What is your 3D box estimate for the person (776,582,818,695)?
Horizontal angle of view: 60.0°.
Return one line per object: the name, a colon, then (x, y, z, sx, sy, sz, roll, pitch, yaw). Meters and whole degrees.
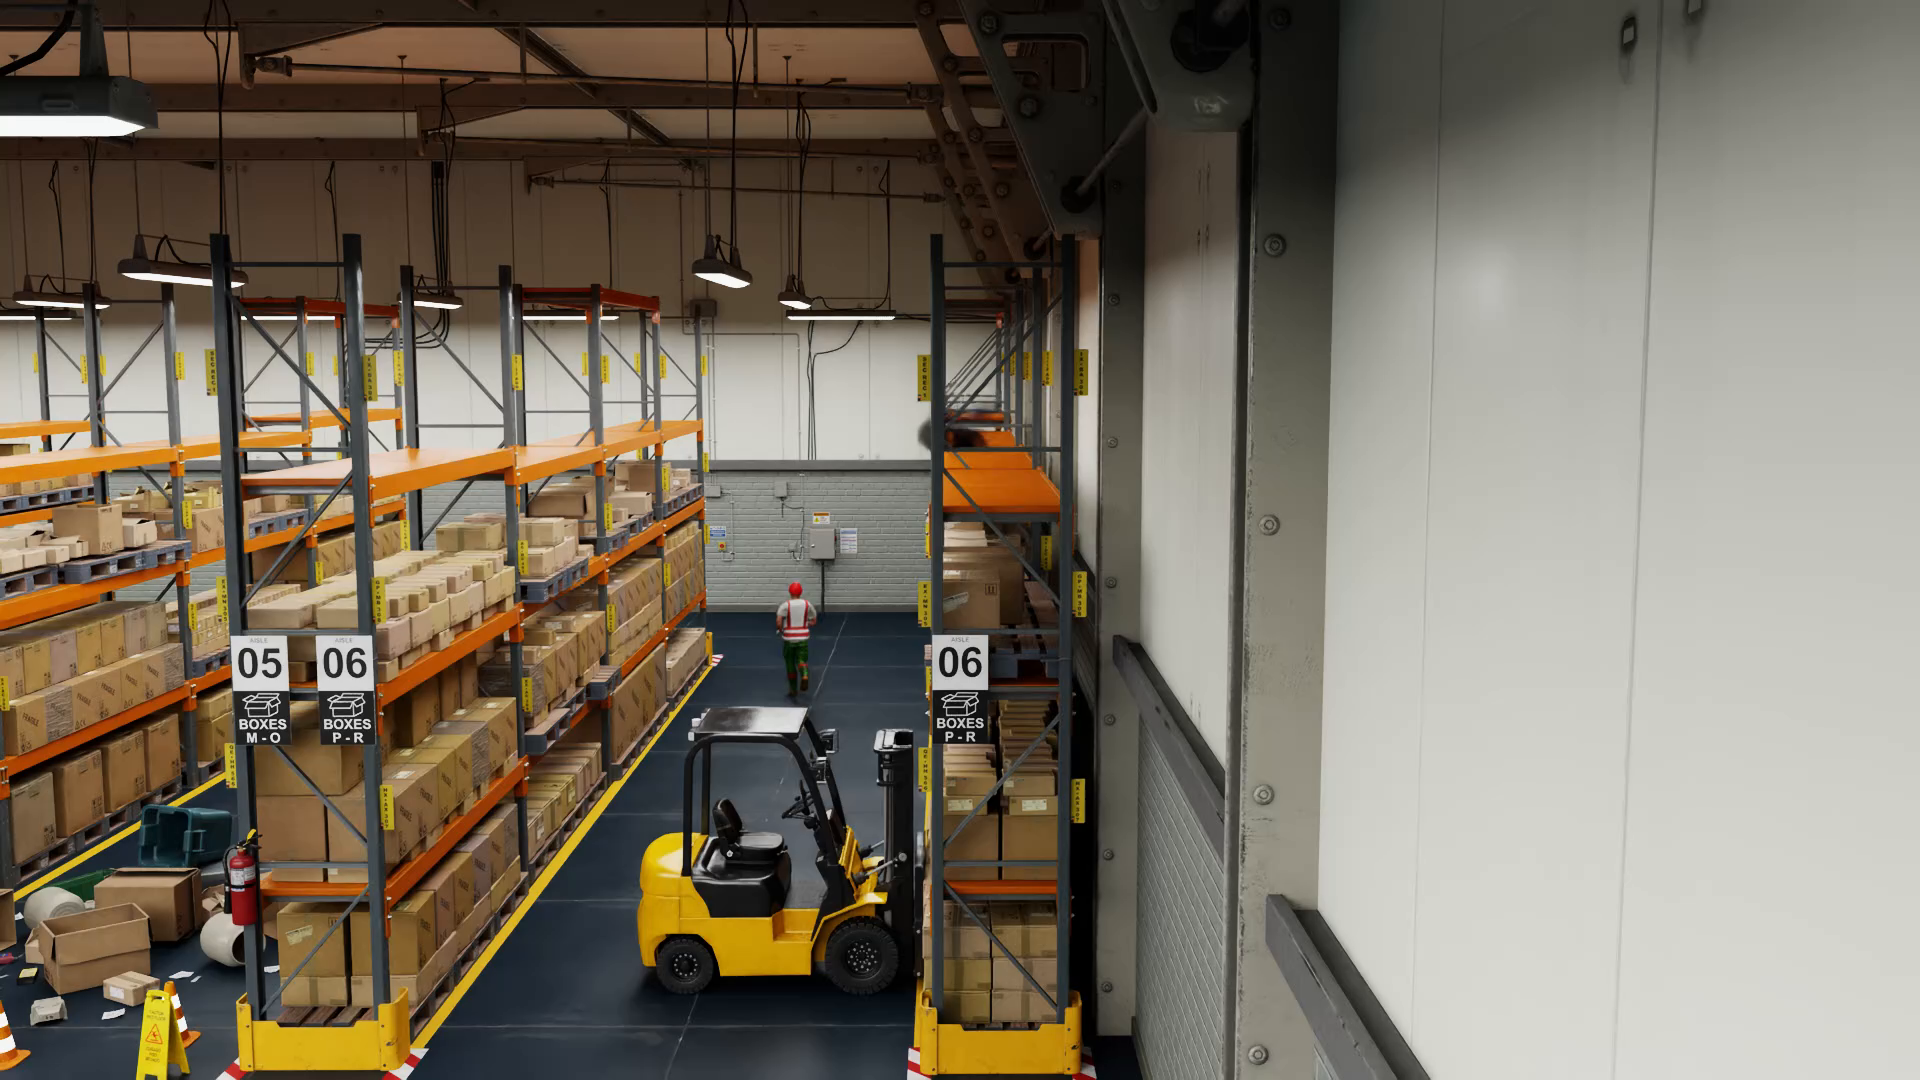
person: (-2.479, 1.514, 25.146, 0.656, 1.772, 0.878, -2, 7, -15)
